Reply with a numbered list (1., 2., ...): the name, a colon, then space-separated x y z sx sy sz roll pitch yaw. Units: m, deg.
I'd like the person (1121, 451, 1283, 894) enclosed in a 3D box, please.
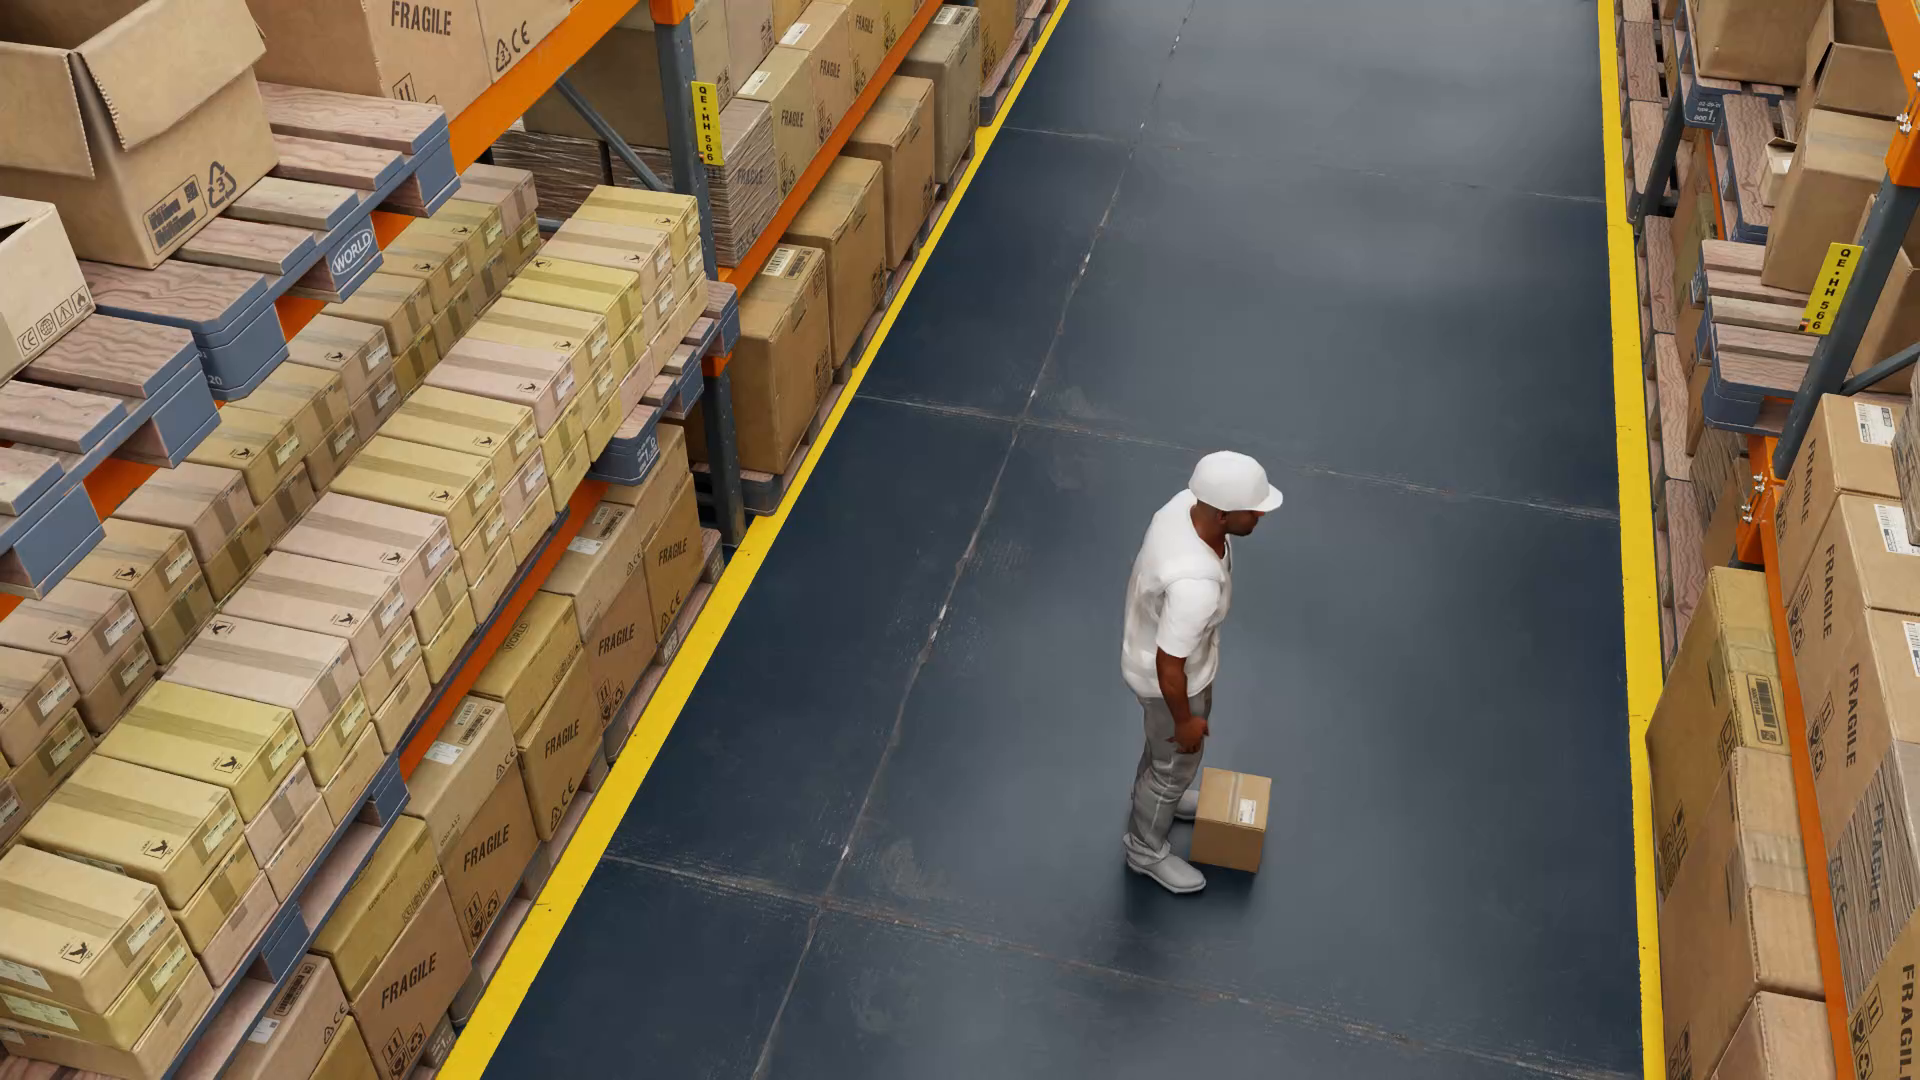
1. person: 0.774 0.418 5.659 0.454 1.761 0.636 8 41 9
